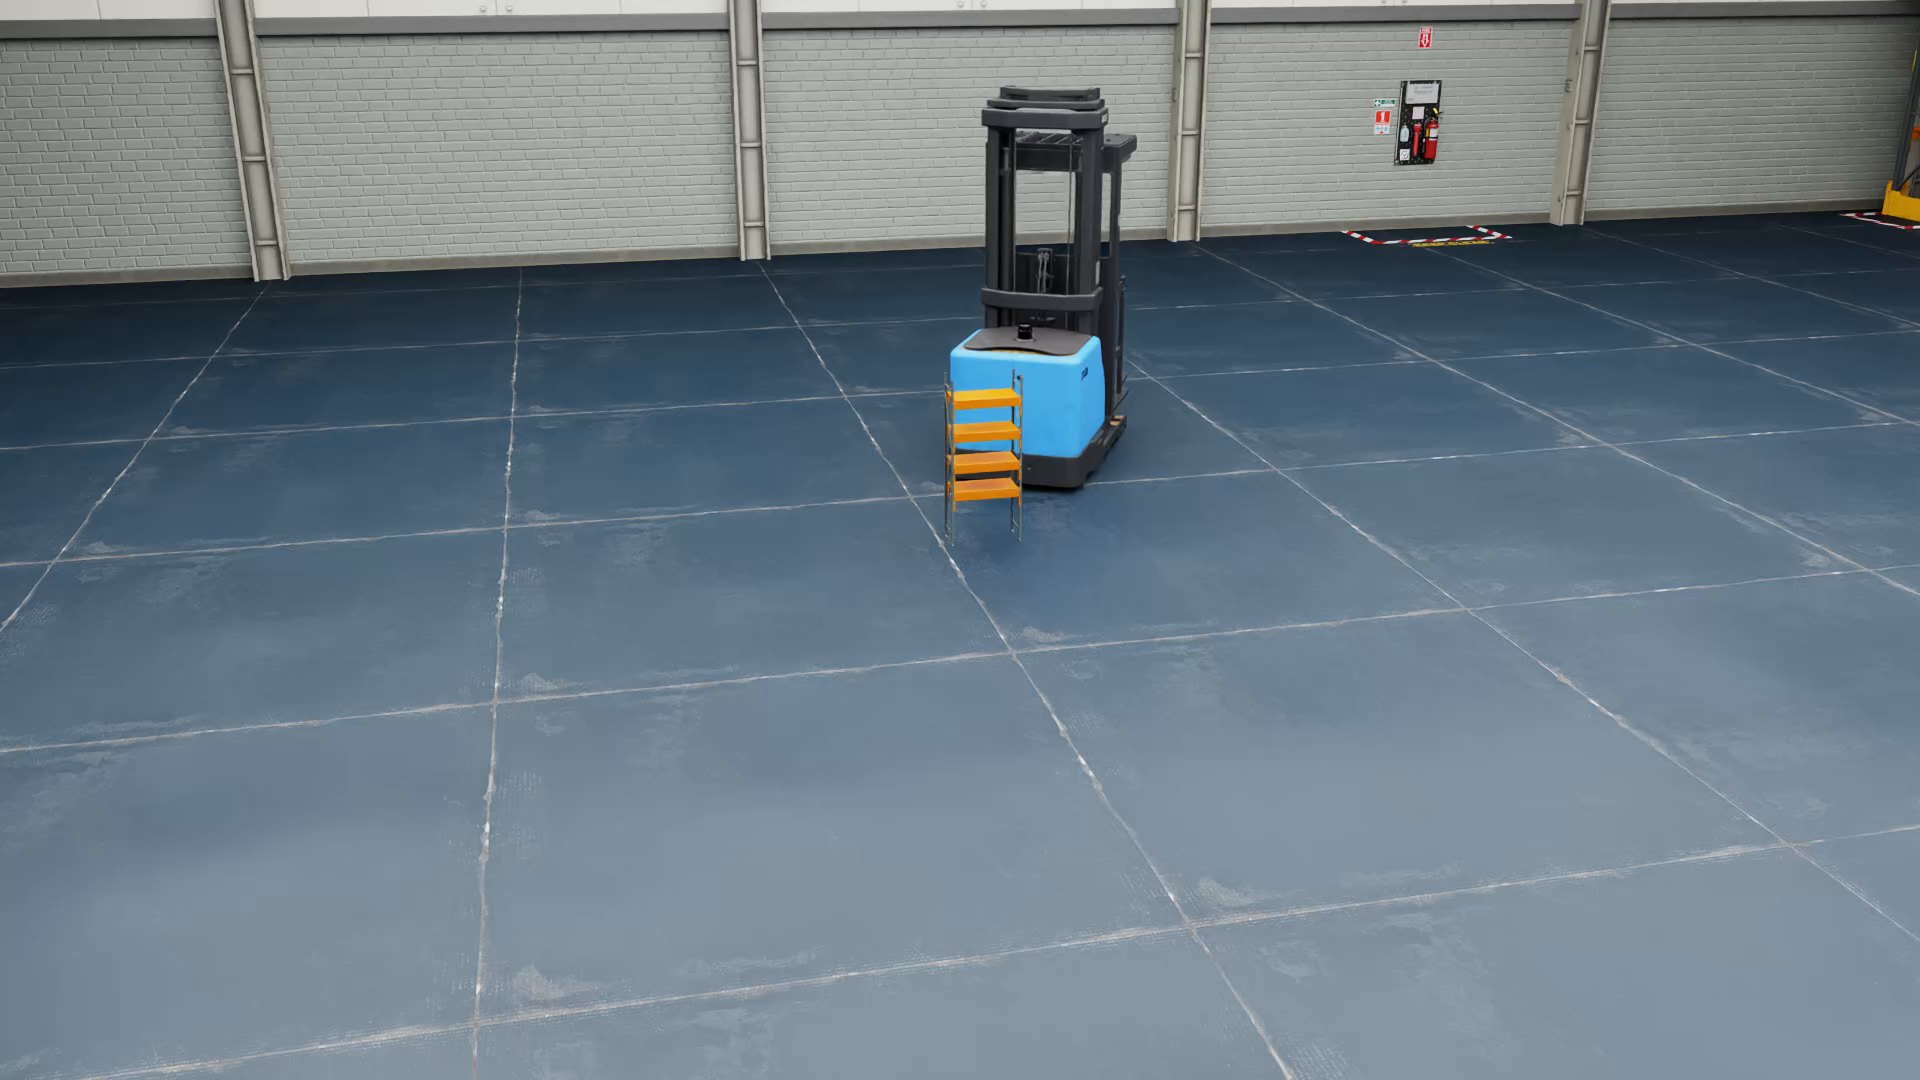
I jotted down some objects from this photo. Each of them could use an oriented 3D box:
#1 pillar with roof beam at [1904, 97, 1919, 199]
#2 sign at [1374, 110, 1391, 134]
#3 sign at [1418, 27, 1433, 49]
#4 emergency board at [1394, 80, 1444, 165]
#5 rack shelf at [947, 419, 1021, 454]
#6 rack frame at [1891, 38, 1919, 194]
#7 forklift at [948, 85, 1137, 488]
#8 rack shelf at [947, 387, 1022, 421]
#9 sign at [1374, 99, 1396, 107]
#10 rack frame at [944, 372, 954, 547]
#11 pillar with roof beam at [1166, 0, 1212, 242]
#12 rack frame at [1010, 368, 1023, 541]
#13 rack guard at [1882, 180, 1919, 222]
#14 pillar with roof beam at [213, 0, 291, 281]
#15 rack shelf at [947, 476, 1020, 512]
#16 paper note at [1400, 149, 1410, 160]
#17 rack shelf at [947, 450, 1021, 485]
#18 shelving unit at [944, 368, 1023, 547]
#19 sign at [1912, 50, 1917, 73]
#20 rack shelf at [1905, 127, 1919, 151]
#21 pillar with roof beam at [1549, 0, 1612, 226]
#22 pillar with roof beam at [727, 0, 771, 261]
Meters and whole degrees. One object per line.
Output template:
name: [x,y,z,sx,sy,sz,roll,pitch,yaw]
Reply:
pillar with roof beam: [15.789,-7.944,20.419,0.400,9.000,9.100,-5,21,-12]
sign: [5.984,-5.918,23.557,0.234,0.329,0.001,-5,21,-12]
sign: [6.515,-7.032,23.279,0.199,0.298,0.001,-5,21,-12]
emergency board: [6.546,-5.911,23.589,0.643,1.169,0.194,-5,21,-12]
rack shelf: [0.161,-0.723,11.590,0.480,0.148,0.258,-5,21,-12]
rack frame: [14.317,-6.223,24.443,0.127,3.000,1.000,-5,21,-12]
forklift: [0.809,-2.249,13.694,1.130,2.935,3.031,6,21,15]
rack shelf: [0.161,-0.945,11.509,0.480,0.148,0.258,-5,21,-12]
sign: [5.991,-6.164,23.459,0.331,0.109,0.001,-5,21,-12]
rack frame: [-0.076,-0.557,11.591,0.015,1.200,0.240,-5,21,-12]
pillar with roof beam: [4.111,-6.994,17.826,0.400,9.000,9.100,-5,21,-12]
rack frame: [0.399,-0.596,11.697,0.015,1.200,0.240,-5,21,-12]
rack guard: [14.391,-5.056,24.889,0.348,0.500,1.175,-5,21,-12]
pillar with roof beam: [-7.567,-6.045,15.233,0.400,9.000,9.100,-5,21,-12]
rack shelf: [0.161,-0.327,11.735,0.480,0.148,0.258,-5,21,-12]
paper note: [6.358,-5.506,23.765,0.142,0.148,0.016,-5,21,-12]
rack shelf: [0.161,-0.513,11.667,0.480,0.148,0.258,-5,21,-12]
shelving unit: [0.161,-0.577,11.644,0.503,1.200,0.258,-5,21,-12]
sign: [14.208,-7.103,24.701,0.005,0.325,0.100,-5,21,-12]
rack shelf: [16.263,-6.044,24.999,4.000,0.370,1.077,-5,21,-12]
pillar with roof beam: [9.950,-7.469,19.122,0.400,9.000,9.100,-5,21,-12]
pillar with roof beam: [-1.728,-6.520,16.529,0.400,9.000,9.100,-5,21,-12]
